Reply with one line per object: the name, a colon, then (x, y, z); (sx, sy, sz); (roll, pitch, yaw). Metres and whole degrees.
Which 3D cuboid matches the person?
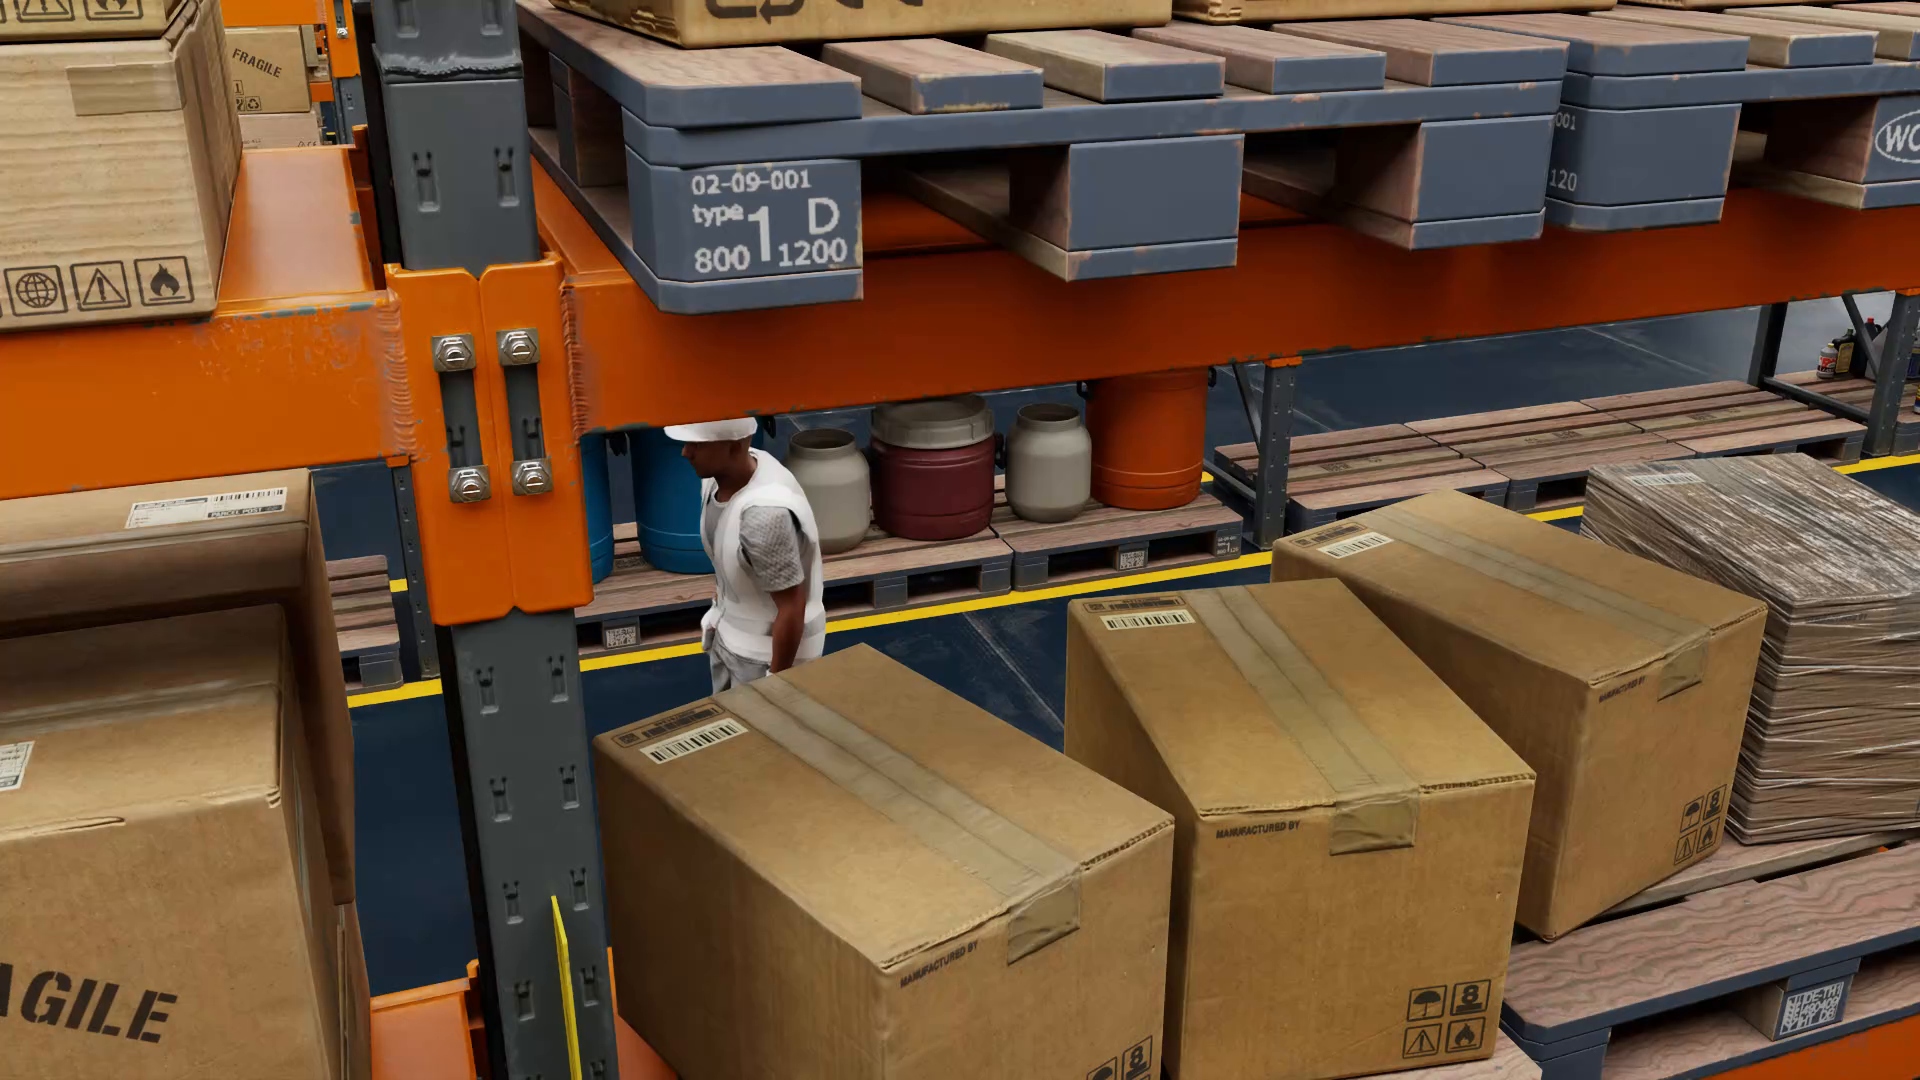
person: (-0.666, 0.342, 5.247); (0.449, 1.773, 0.621); (-10, 24, -22)
